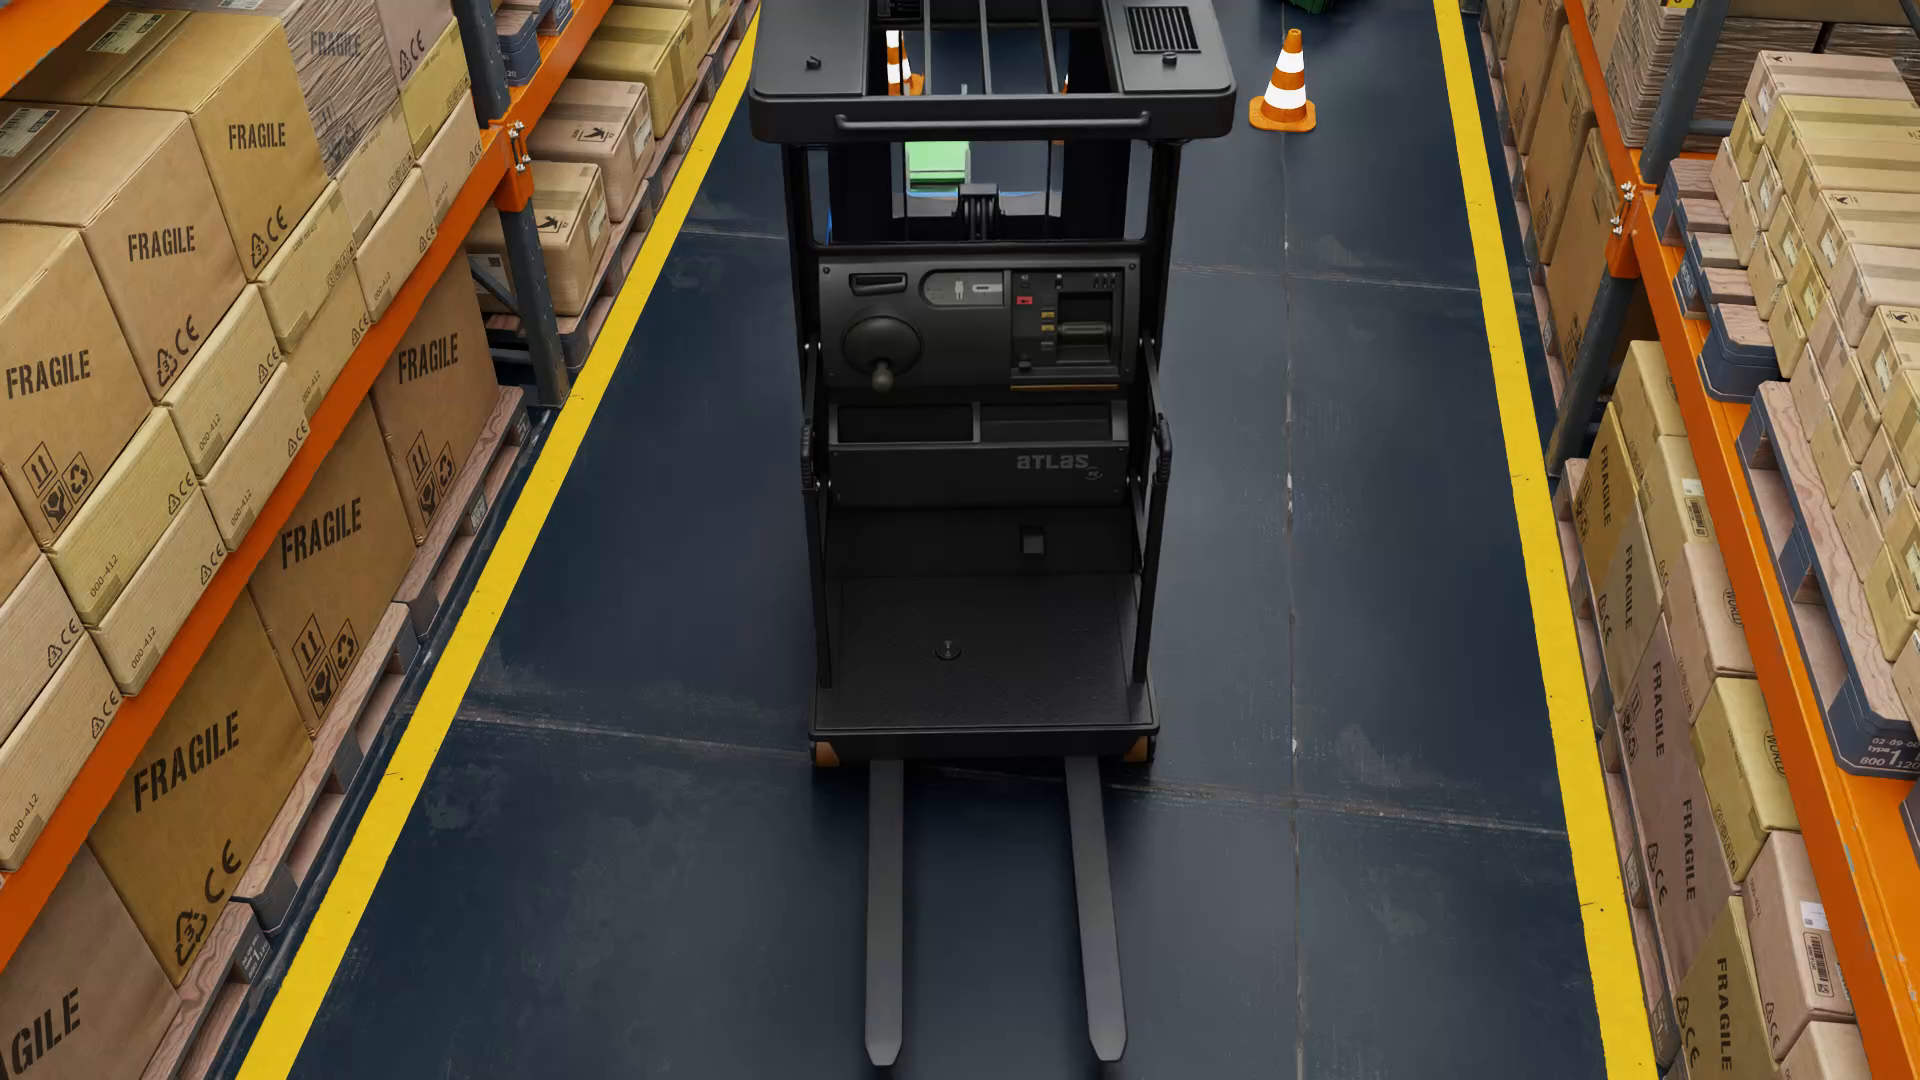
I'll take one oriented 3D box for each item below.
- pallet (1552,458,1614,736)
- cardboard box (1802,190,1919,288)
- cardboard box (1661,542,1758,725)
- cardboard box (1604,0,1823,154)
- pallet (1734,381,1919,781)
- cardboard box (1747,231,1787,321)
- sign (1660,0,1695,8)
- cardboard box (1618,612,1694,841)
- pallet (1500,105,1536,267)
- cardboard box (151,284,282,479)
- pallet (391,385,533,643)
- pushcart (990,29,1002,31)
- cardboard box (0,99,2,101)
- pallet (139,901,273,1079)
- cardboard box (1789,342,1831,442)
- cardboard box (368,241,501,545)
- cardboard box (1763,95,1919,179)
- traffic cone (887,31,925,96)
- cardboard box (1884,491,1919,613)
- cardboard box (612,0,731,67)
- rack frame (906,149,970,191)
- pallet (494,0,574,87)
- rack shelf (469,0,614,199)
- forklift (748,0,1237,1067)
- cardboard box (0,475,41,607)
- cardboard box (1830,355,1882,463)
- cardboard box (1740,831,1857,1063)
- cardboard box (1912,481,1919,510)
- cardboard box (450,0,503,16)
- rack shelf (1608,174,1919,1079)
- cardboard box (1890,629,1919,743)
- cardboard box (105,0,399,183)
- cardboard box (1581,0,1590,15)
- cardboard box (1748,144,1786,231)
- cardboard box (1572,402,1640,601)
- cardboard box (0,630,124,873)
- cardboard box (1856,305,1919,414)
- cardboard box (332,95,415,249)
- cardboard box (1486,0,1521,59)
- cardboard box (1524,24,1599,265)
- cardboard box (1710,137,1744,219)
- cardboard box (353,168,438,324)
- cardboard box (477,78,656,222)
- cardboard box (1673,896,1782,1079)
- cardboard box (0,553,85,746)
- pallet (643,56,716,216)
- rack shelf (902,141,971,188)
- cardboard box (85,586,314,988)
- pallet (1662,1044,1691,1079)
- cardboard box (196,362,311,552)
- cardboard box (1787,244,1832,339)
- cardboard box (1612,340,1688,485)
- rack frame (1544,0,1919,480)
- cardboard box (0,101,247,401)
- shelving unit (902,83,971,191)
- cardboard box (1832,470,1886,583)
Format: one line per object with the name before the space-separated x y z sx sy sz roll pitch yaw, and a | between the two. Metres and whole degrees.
pallet | 2.699 0.218 5.866 1.003 0.211 1.213 5 44 6
cardboard box | 2.445 -0.776 4.333 0.380 0.149 0.250 4 44 4
cardboard box | 2.327 0.286 4.734 0.500 0.250 0.500 6 44 6
cardboard box | 2.597 -1.695 5.785 0.500 0.500 0.500 5 44 6
pallet | 2.582 0.096 4.107 1.003 0.211 1.213 5 44 6
cardboard box | 2.473 -0.735 4.722 0.380 0.149 0.250 7 44 8
sign | 2.253 -1.796 5.123 0.100 0.325 0.005 5 44 6
cardboard box | 2.331 0.580 4.968 0.500 0.500 0.500 4 44 4
pallet | 3.146 -1.674 7.864 1.003 0.211 1.213 5 44 6
cardboard box | -2.109 -0.427 4.265 0.500 0.250 0.500 4 44 4
pallet | -2.295 -0.165 6.271 1.003 0.211 1.213 5 44 6
pushcart | 0.679 -3.309 9.470 1.648 0.377 0.936 -9 44 -9
cardboard box | -2.564 -1.103 4.434 0.500 0.500 0.500 6 44 7
pallet | -2.618 1.498 4.514 1.003 0.211 1.213 5 44 6
cardboard box | 2.406 -0.369 4.335 0.380 0.149 0.250 7 44 7
cardboard box | -2.290 -0.626 5.969 0.875 0.875 0.875 5 44 5
cardboard box | 2.517 -1.123 4.699 0.380 0.149 0.250 4 44 4
traffic cone | -0.364 -2.541 8.597 0.336 0.463 0.334 5 44 6
cardboard box | 2.302 0.042 3.685 0.380 0.149 0.250 5 44 6
cardboard box | -1.746 -2.784 8.615 0.950 0.372 0.625 8 44 8
rack frame | -0.083 -0.969 6.400 0.240 1.200 0.015 -1 43 -1
pallet | -2.128 -2.134 6.461 1.213 0.211 1.003 5 44 6
rack shelf | -1.852 -2.810 7.559 1.077 0.370 4.000 5 44 6
forklift | 0.064 -0.543 4.692 1.130 2.935 3.031 -1 43 -1
cardboard box | -2.262 -0.004 3.273 0.500 0.500 0.500 5 44 5
cardboard box | 2.372 -0.307 4.054 0.380 0.149 0.250 5 44 5
cardboard box | 2.204 1.002 3.977 0.500 0.250 0.500 7 44 7
cardboard box | 2.307 -0.058 3.574 0.380 0.149 0.250 3 44 4
cardboard box | -1.889 -1.974 6.030 0.380 0.149 0.250 3 44 3
rack shelf | 2.539 0.297 4.278 1.077 0.370 4.000 5 44 6
cardboard box | 2.264 0.342 3.585 0.380 0.149 0.250 4 44 4
cardboard box | -1.985 -1.381 4.727 0.500 0.500 0.500 6 44 6
cardboard box | 2.730 -2.375 6.504 0.500 0.500 0.500 5 44 5
cardboard box | 2.507 -1.000 4.785 0.380 0.149 0.250 7 44 8
cardboard box | 2.457 -0.113 5.700 0.500 0.500 0.500 4 44 4
cardboard box | -2.259 0.444 3.709 0.500 0.250 0.500 4 44 4
cardboard box | 2.378 -0.411 3.947 0.380 0.149 0.250 6 44 7
cardboard box | -1.993 -1.132 5.009 0.500 0.250 0.500 4 44 4
cardboard box | 3.339 -2.957 8.522 1.050 0.750 0.750 5 44 5
cardboard box | 3.085 -1.665 7.158 1.050 0.750 0.750 6 44 6
cardboard box | 2.544 -1.102 5.109 0.380 0.149 0.250 5 44 5
cardboard box | -1.978 -0.936 5.166 0.500 0.250 0.500 6 44 6
cardboard box | -1.942 -1.794 7.569 0.950 0.372 0.625 4 44 5
cardboard box | 2.191 1.277 4.232 0.500 0.500 0.500 4 44 5
cardboard box | -2.267 0.259 3.540 0.500 0.250 0.500 6 44 6
pallet | -1.848 -2.057 8.269 1.003 0.211 1.213 5 44 6
rack shelf | -0.088 -1.439 6.291 0.258 0.148 0.480 -1 43 -1
cardboard box | -2.531 0.591 4.684 0.875 0.875 0.875 6 44 7
pallet | 2.376 1.881 4.110 1.003 0.211 1.213 5 44 6
cardboard box | -2.100 -0.244 4.435 0.500 0.250 0.500 5 44 5
cardboard box | 2.442 -0.646 4.411 0.380 0.149 0.250 5 44 6
cardboard box | 2.472 -0.396 5.454 0.500 0.250 0.500 3 44 4
rack frame | 2.803 -1.327 5.470 1.000 3.000 0.127 5 44 6
cardboard box | -2.132 -0.699 4.006 0.500 0.500 0.500 5 44 5
shelving unit | -0.088 -1.136 6.578 0.258 1.200 0.503 -1 43 -1
cardboard box | 2.335 -0.021 3.967 0.380 0.149 0.250 4 44 4
